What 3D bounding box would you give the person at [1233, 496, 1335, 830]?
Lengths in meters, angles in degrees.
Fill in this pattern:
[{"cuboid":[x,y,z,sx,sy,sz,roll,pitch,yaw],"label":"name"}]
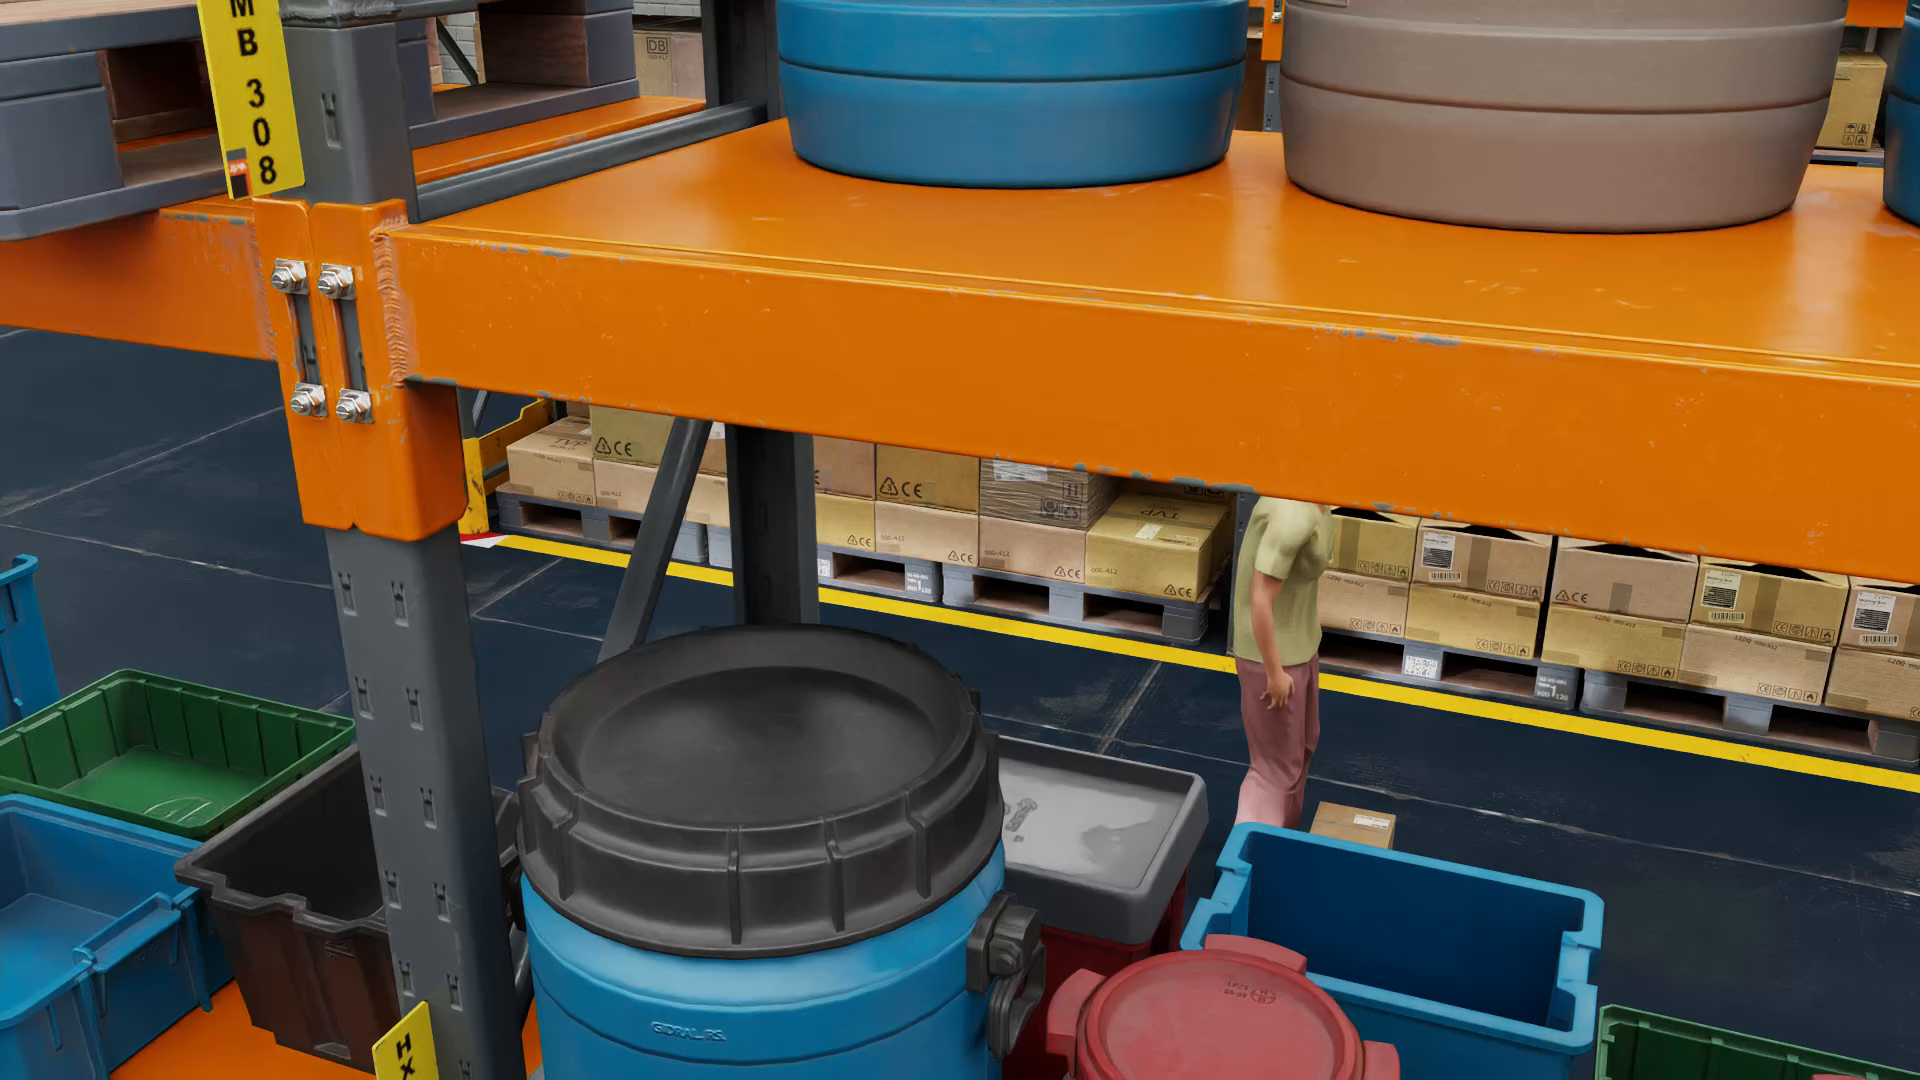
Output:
[{"cuboid":[1.037,0.354,5.235,0.353,1.673,0.500,9,24,20],"label":"person"}]
